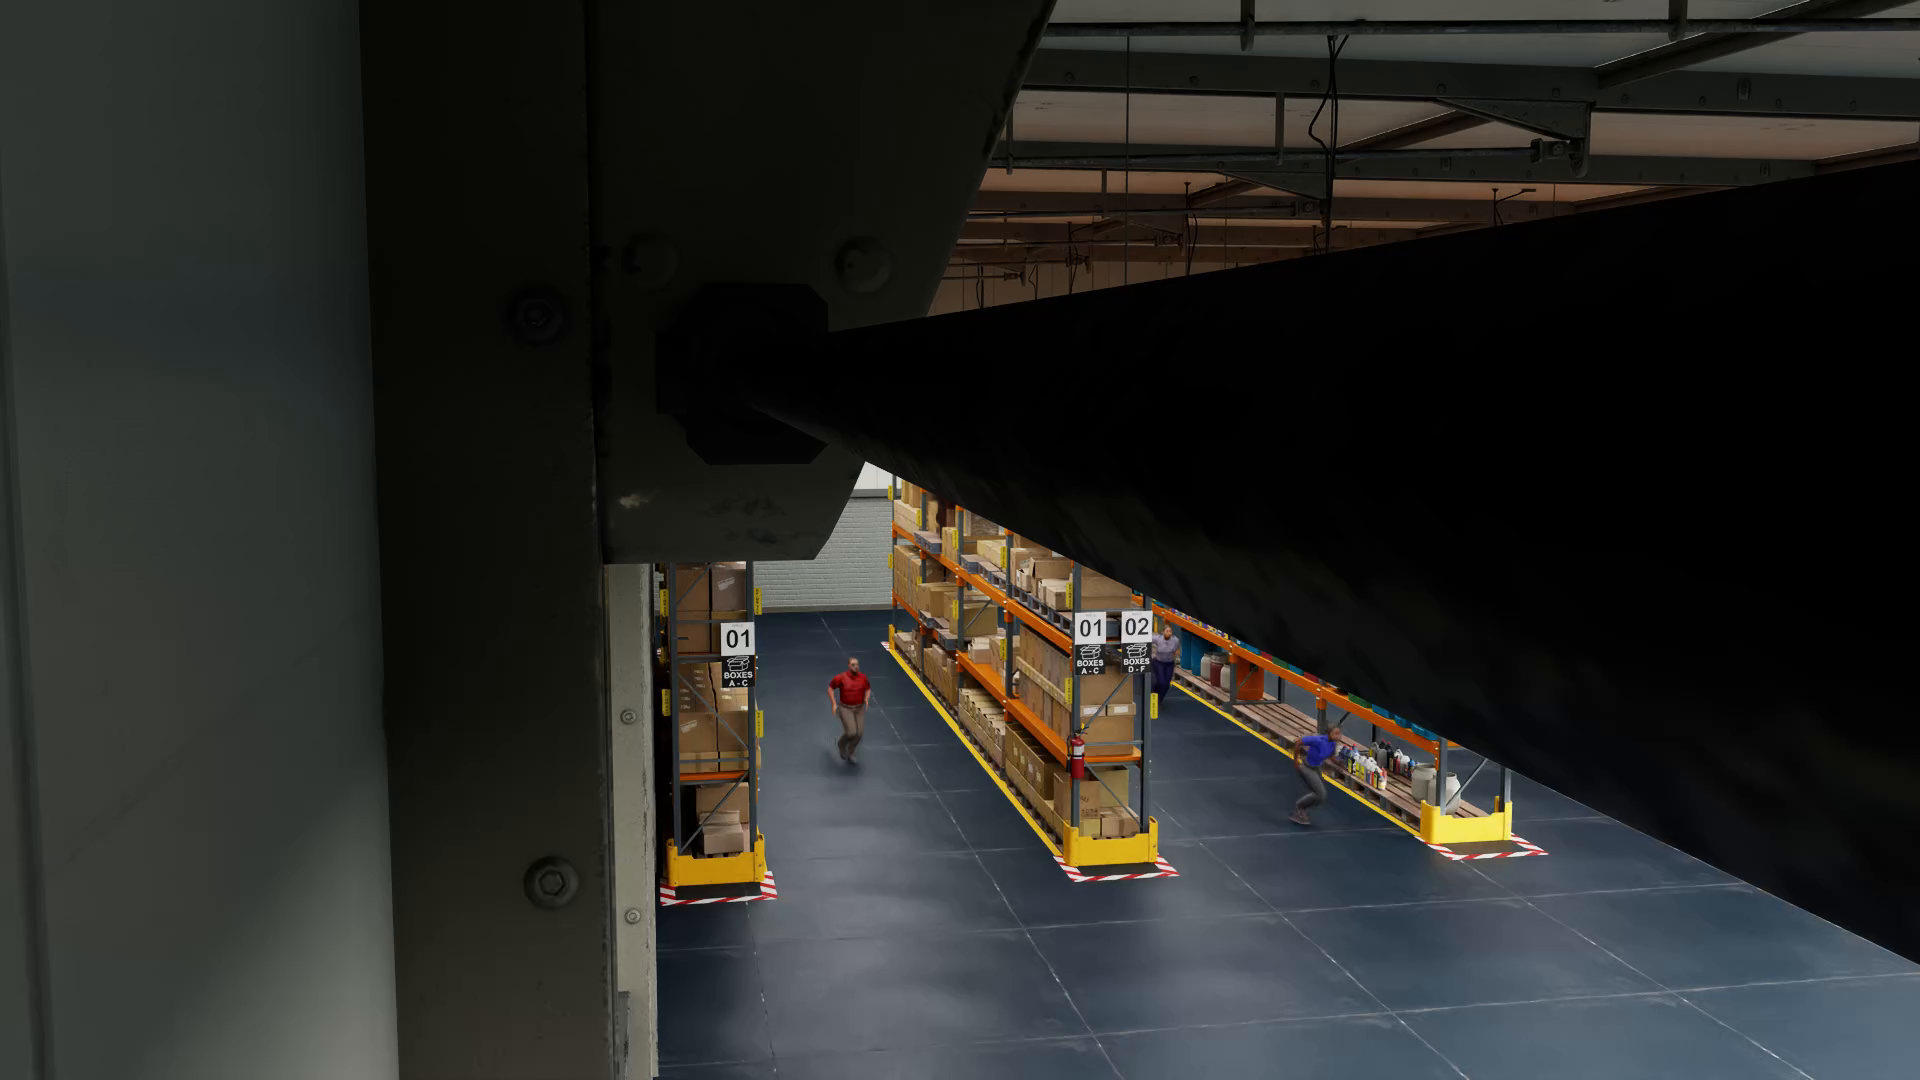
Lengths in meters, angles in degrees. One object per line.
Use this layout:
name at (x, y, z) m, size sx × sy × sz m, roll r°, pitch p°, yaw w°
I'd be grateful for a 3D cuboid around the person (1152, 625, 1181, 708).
person at (3.690, 2.300, 30.118) m, size 0.591 × 1.573 × 0.732 m, roll -2°, pitch 6°, yaw -14°

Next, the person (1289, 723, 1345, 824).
person at (4.791, 3.168, 22.481) m, size 0.603 × 1.486 × 0.855 m, roll -6°, pitch 8°, yaw -42°

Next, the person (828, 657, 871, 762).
person at (-1.680, 2.677, 26.057) m, size 0.648 × 1.680 × 0.676 m, roll -3°, pitch 7°, yaw -28°
